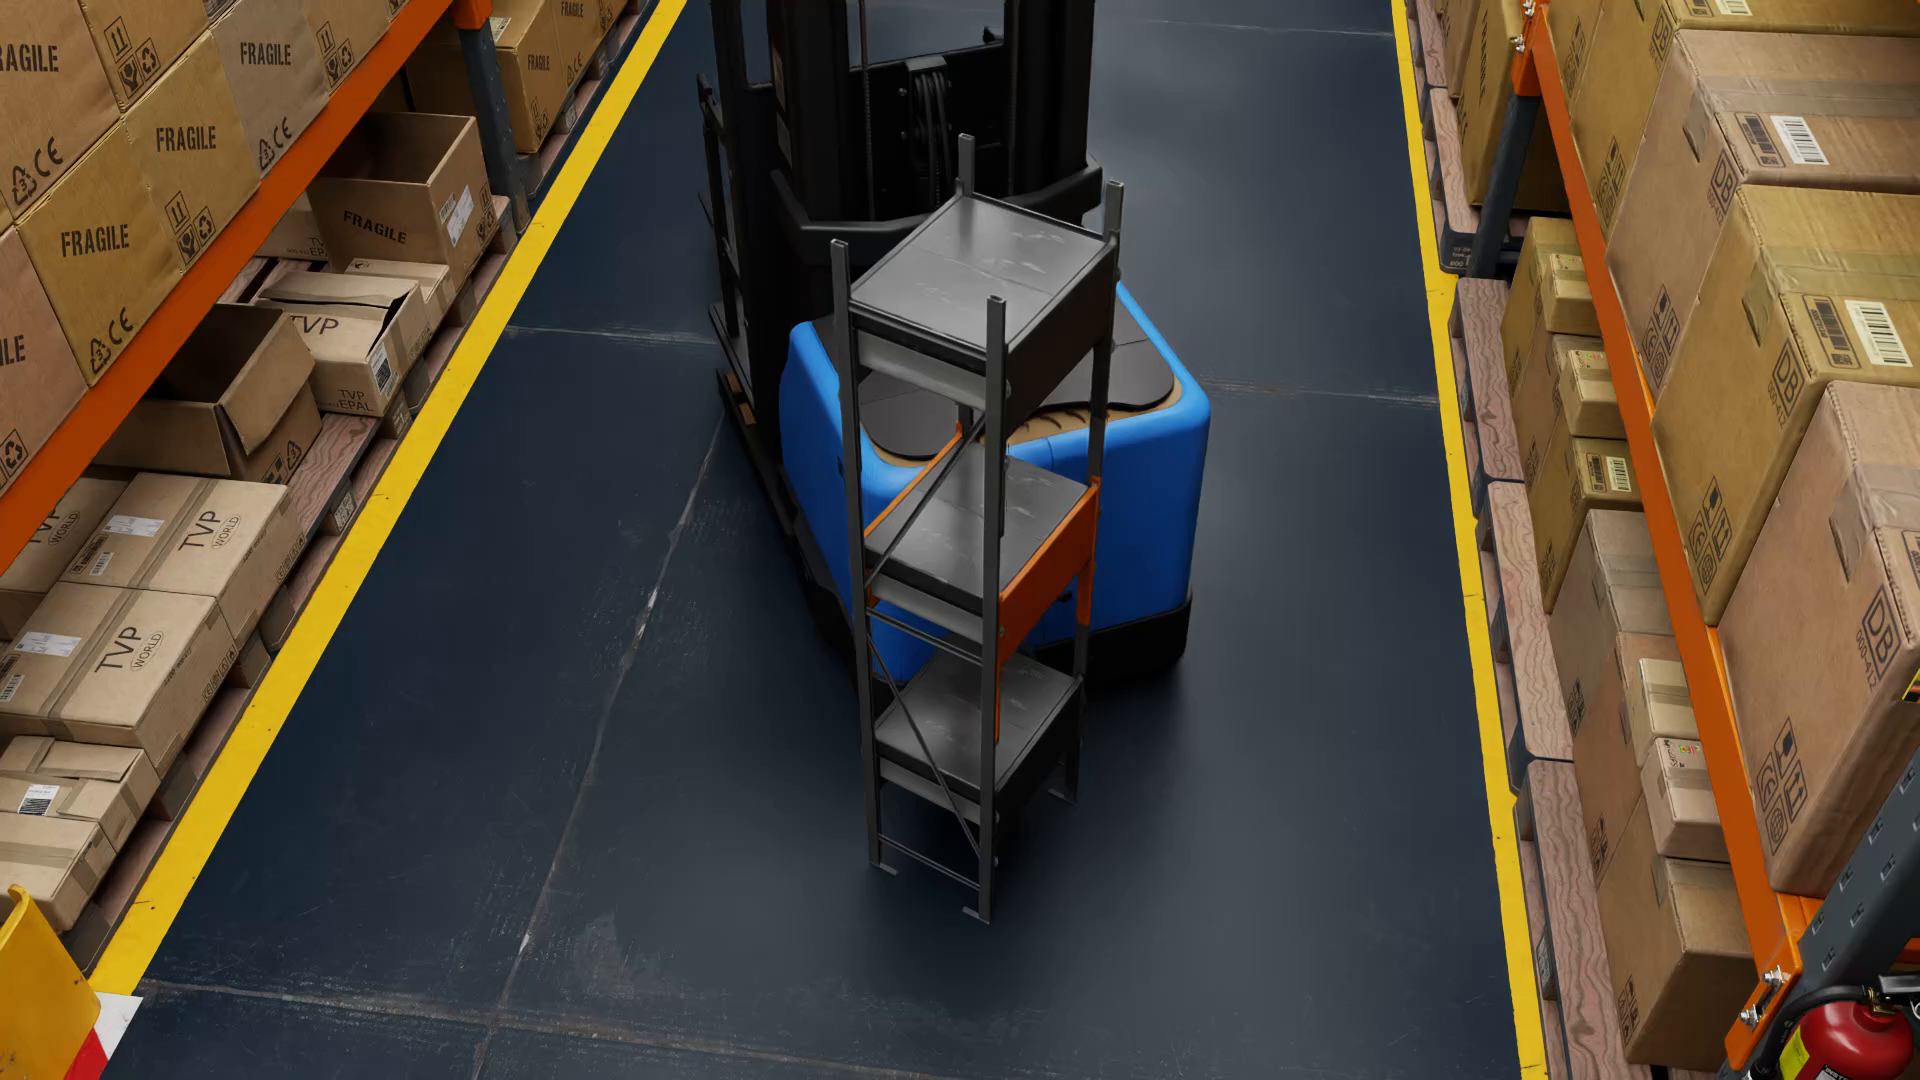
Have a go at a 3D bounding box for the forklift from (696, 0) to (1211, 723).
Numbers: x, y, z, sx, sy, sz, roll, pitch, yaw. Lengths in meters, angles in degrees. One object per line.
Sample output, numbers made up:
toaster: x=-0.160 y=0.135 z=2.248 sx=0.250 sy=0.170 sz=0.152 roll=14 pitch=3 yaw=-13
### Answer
forklift: x=-0.264 y=-1.496 z=5.198 sx=1.130 sy=2.935 sz=3.031 roll=-14 pitch=45 yaw=-14

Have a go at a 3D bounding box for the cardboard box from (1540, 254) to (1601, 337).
cardboard box: x=2.122 y=-0.793 z=5.447 sx=0.380 sy=0.149 sz=0.250 roll=7 pitch=44 yaw=7

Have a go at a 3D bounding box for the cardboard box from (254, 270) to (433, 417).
cardboard box: x=-2.255 y=-0.736 z=5.981 sx=0.500 sy=0.311 sz=0.500 roll=5 pitch=44 yaw=6

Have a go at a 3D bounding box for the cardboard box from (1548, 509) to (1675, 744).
cardboard box: x=2.145 y=0.281 z=4.784 sx=0.700 sy=0.500 sz=0.500 roll=4 pitch=44 yaw=4

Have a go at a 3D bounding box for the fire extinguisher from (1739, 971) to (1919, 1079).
fire extinguisher: x=1.542 y=0.921 z=2.924 sx=0.296 sy=0.674 sz=0.183 roll=5 pitch=44 yaw=6

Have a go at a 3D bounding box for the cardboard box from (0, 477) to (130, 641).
cardboard box: x=-2.908 y=0.049 z=5.196 sx=0.500 sy=0.250 sz=0.500 roll=5 pitch=44 yaw=6

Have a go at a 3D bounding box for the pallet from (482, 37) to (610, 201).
pallet: x=-2.292 y=-2.023 z=7.733 sx=1.003 sy=0.211 sz=1.213 roll=5 pitch=44 yaw=6

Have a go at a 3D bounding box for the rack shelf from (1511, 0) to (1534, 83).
rack shelf: x=2.813 y=-3.132 z=7.399 sx=1.077 sy=0.370 sz=4.000 roll=5 pitch=44 yaw=6

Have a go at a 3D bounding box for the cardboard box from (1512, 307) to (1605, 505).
cardboard box: x=2.278 y=-0.432 z=5.537 sx=0.700 sy=0.500 sz=0.500 roll=5 pitch=44 yaw=5

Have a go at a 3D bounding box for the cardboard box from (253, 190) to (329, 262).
cardboard box: x=-2.632 y=-1.395 z=6.677 sx=0.500 sy=0.311 sz=0.500 roll=5 pitch=44 yaw=6

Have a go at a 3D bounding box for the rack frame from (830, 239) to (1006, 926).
rack frame: x=-0.086 y=0.234 z=3.976 sx=0.400 sy=2.100 sz=0.015 roll=23 pitch=48 yaw=22

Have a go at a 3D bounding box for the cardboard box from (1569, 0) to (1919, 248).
cardboard box: x=2.359 y=-1.274 z=4.695 sx=0.980 sy=0.700 sz=0.700 roll=4 pitch=44 yaw=4

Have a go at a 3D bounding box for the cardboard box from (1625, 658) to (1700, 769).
cardboard box: x=1.883 y=0.451 z=4.133 sx=0.380 sy=0.149 sz=0.250 roll=6 pitch=44 yaw=7

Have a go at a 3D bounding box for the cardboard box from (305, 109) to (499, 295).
cardboard box: x=-2.156 y=-1.316 z=6.456 sx=0.500 sy=0.500 sz=0.500 roll=5 pitch=44 yaw=6

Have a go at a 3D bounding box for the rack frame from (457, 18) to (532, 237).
rack frame: x=-2.362 y=-2.478 z=6.185 sx=1.000 sy=3.000 sz=0.127 roll=5 pitch=44 yaw=6

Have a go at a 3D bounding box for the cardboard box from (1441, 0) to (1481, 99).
cardboard box: x=2.620 y=-2.463 z=7.427 sx=0.750 sy=0.750 sz=0.750 roll=6 pitch=44 yaw=7

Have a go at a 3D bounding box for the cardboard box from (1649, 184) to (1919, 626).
cardboard box: x=2.162 y=-0.258 z=3.623 sx=0.980 sy=0.700 sz=0.700 roll=5 pitch=44 yaw=5

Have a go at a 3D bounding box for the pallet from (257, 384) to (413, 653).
pallet: x=-2.613 y=-0.163 z=5.769 sx=1.003 sy=0.211 sz=1.213 roll=5 pitch=44 yaw=6

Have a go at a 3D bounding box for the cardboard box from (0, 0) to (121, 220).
cardboard box: x=-2.438 y=-1.127 z=3.958 sx=0.500 sy=0.500 sz=0.500 roll=6 pitch=44 yaw=6

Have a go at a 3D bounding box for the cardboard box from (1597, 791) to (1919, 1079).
cardboard box: x=2.013 y=0.965 z=4.062 sx=0.700 sy=0.500 sz=0.500 roll=5 pitch=44 yaw=6

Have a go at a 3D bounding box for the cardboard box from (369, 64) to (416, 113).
cardboard box: x=-2.581 y=-2.092 z=7.276 sx=0.500 sy=0.500 sz=0.500 roll=5 pitch=44 yaw=5

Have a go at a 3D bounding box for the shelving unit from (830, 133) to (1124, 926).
shelving unit: x=0.042 y=0.091 z=4.126 sx=0.431 sy=2.100 sz=0.503 roll=23 pitch=48 yaw=22

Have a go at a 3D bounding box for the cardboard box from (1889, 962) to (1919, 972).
cardboard box: x=2.195 y=0.833 z=3.729 sx=0.380 sy=0.149 sz=0.250 roll=6 pitch=44 yaw=6

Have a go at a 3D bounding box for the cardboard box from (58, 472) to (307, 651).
cardboard box: x=-2.406 y=0.061 z=5.184 sx=0.500 sy=0.250 sz=0.500 roll=5 pitch=44 yaw=6

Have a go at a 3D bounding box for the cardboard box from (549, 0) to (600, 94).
cardboard box: x=-1.997 y=-2.402 z=7.603 sx=0.500 sy=0.500 sz=0.500 roll=6 pitch=44 yaw=6

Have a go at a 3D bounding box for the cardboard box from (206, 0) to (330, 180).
cardboard box: x=-2.306 y=-1.448 z=5.025 sx=0.500 sy=0.500 sz=0.500 roll=6 pitch=44 yaw=6

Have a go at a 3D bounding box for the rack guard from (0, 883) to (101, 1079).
rack guard: x=-2.881 y=1.104 z=4.220 sx=1.175 sy=0.500 sz=0.348 roll=5 pitch=44 yaw=6

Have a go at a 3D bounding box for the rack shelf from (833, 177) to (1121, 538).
rack shelf: x=0.042 y=-0.407 z=3.654 sx=0.431 sy=0.518 sz=0.480 roll=23 pitch=48 yaw=22

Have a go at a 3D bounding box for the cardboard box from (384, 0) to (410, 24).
cardboard box: x=-2.174 y=-2.150 z=5.766 sx=0.500 sy=0.500 sz=0.500 roll=6 pitch=44 yaw=6

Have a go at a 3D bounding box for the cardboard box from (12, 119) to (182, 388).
cardboard box: x=-2.439 y=-0.760 z=4.298 sx=0.500 sy=0.500 sz=0.500 roll=5 pitch=44 yaw=5

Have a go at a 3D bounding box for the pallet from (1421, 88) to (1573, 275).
pallet: x=2.576 y=-1.550 z=7.233 sx=1.003 sy=0.211 sz=1.213 roll=5 pitch=44 yaw=6

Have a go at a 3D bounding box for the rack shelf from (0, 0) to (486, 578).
rack shelf: x=-2.627 y=-0.853 z=4.993 sx=1.077 sy=0.370 sz=4.000 roll=5 pitch=44 yaw=6

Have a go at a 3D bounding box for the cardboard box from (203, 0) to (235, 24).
cardboard box: x=-2.304 y=-1.816 z=4.686 sx=0.500 sy=0.500 sz=0.500 roll=6 pitch=44 yaw=6

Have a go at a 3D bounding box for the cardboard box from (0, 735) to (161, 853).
cardboard box: x=-2.462 y=0.693 z=4.577 sx=0.380 sy=0.166 sz=0.250 roll=5 pitch=44 yaw=6

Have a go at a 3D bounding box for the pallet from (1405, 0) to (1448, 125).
pallet: x=2.735 y=-2.384 z=8.114 sx=1.003 sy=0.211 sz=1.213 roll=5 pitch=44 yaw=6

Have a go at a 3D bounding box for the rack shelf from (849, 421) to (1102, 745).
rack shelf: x=0.042 y=0.101 z=4.136 sx=0.431 sy=0.518 sz=0.480 roll=23 pitch=48 yaw=22

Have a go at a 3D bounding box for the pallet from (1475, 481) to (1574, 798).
pallet: x=2.212 y=0.328 z=5.250 sx=1.003 sy=0.211 sz=1.213 roll=5 pitch=44 yaw=6
